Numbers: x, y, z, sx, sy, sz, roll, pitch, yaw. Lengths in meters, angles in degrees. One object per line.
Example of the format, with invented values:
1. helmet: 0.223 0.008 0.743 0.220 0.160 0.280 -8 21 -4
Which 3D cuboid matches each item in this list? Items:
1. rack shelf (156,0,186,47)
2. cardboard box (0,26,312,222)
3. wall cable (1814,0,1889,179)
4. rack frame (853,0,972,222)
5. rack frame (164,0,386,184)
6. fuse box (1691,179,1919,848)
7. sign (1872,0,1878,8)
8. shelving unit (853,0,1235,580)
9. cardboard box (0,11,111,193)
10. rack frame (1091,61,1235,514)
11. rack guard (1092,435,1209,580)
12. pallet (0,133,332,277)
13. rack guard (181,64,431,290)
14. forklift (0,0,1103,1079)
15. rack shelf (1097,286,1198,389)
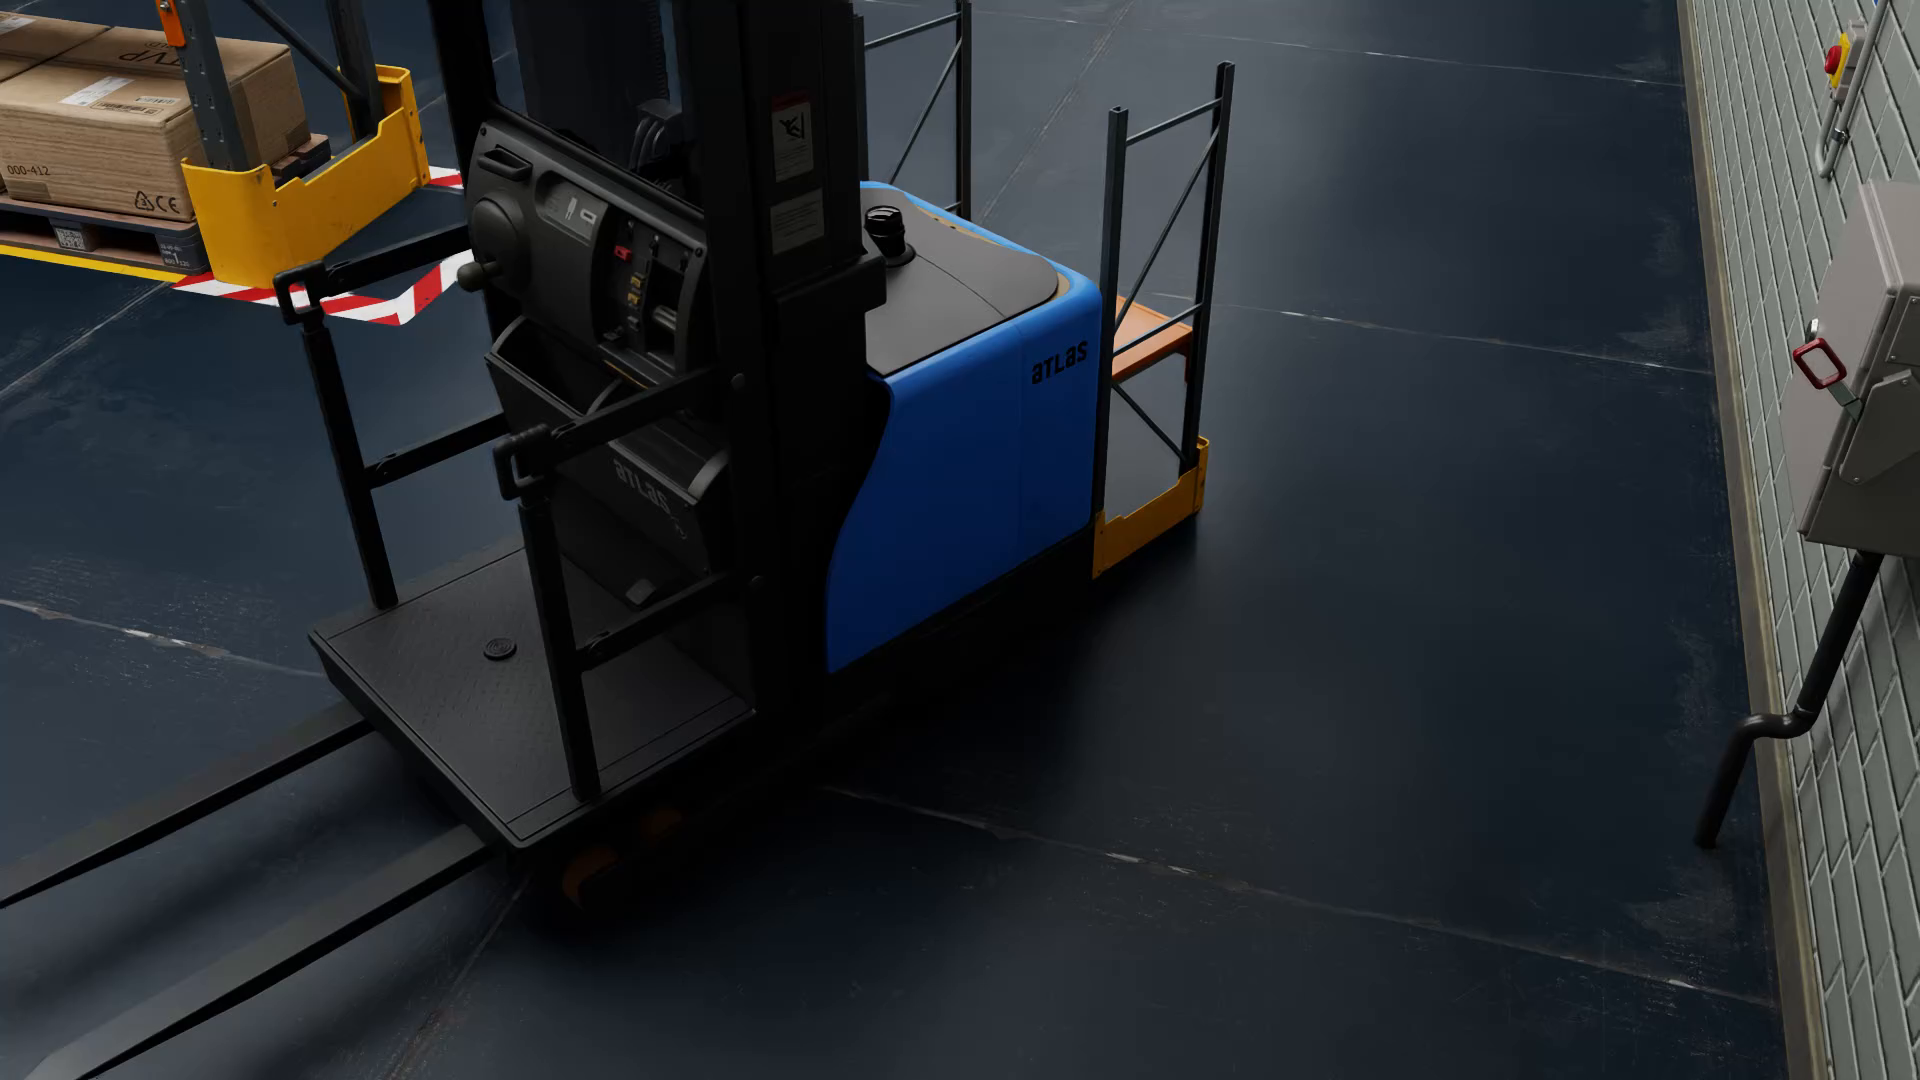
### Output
1. rack shelf: -4.656 -2.635 6.985 4.000 0.370 1.077 10 38 14
2. cardboard box: -3.406 -1.768 7.008 0.875 0.438 0.875 9 37 12
3. wall cable: 2.643 -2.009 4.645 0.123 1.953 0.585 10 38 14
4. rack frame: -0.150 -1.035 5.469 0.032 1.500 0.500 30 46 35
5. rack frame: -2.747 -2.571 6.291 0.127 3.000 1.000 10 38 14
6. fuse box: 1.877 0.094 3.757 0.414 1.711 0.539 10 38 14
7. sign: 2.715 -1.713 4.897 0.001 0.218 0.327 10 38 14
8. shelving unit: 0.218 -0.819 5.176 1.083 1.500 0.587 30 46 35
9. cardboard box: -4.282 -1.925 7.221 0.875 0.438 0.875 11 38 15
10. rack frame: 0.573 -0.611 4.893 0.032 1.500 0.500 30 46 35
11. rack guard: 0.572 -0.108 5.265 0.087 0.250 0.587 30 46 35
12. pallet: -3.533 -1.545 7.250 1.213 0.211 1.003 10 38 14
13. rack guard: -2.724 -1.560 7.026 0.348 0.500 1.175 10 38 14
14. forklift: -1.021 -0.615 3.691 3.031 2.935 1.130 -29 45 -33
15. rack shelf: 0.212 -0.678 5.288 1.000 0.185 0.538 30 46 35
